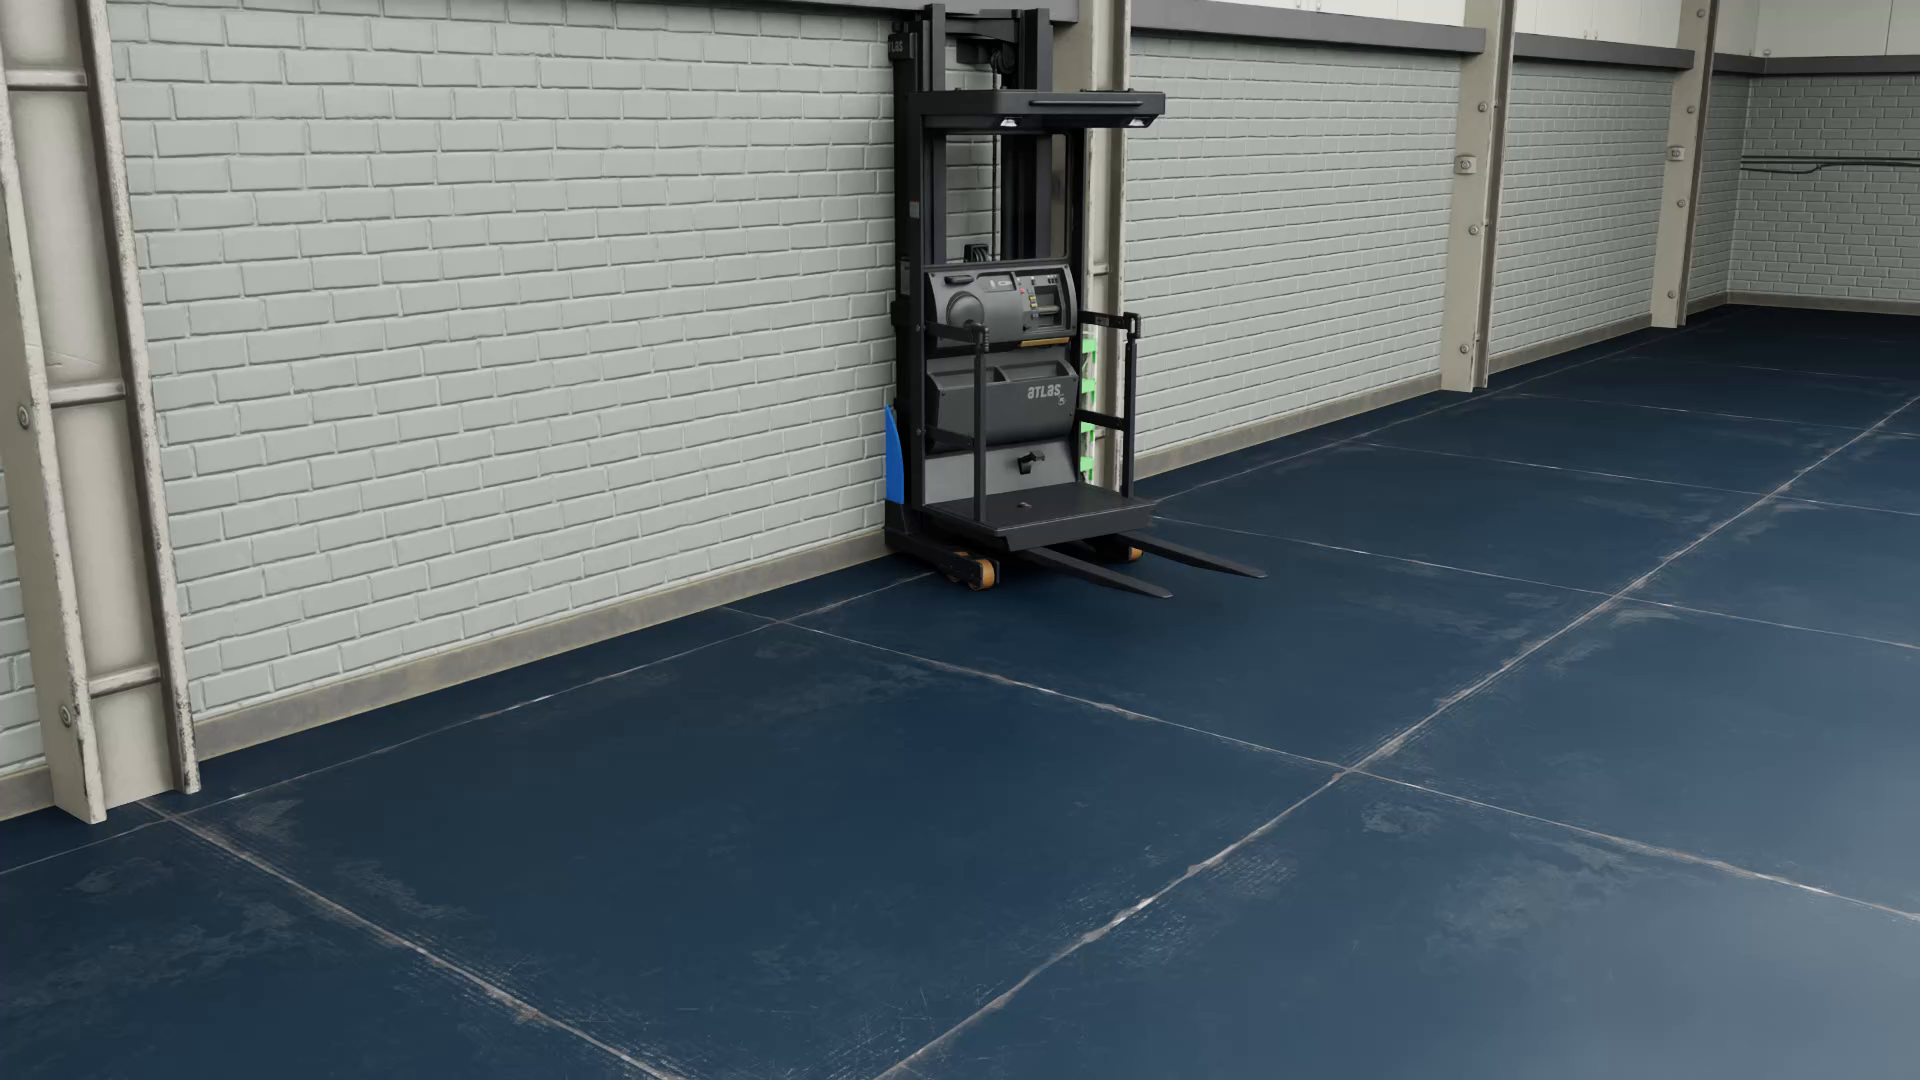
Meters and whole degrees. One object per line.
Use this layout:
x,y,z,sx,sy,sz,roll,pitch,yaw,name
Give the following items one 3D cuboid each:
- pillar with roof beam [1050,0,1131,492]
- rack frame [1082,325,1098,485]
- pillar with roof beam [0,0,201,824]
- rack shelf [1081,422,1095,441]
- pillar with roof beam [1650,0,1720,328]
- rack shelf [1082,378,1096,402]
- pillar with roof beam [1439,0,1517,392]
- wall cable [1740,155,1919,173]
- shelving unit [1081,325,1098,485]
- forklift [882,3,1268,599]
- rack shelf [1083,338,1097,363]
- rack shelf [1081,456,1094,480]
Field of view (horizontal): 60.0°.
4.119,-3.922,6.784,9.100,9.000,0.400,11,18,38,pillar with roof beam
0.718,-0.753,10.146,0.240,1.200,0.015,10,17,34,rack frame
0.348,-2.773,2.261,9.100,9.000,0.400,11,18,38,pillar with roof beam
0.576,-0.643,9.968,0.258,0.148,0.480,10,17,34,rack shelf
11.661,-6.220,15.831,9.100,9.000,0.400,11,18,38,pillar with roof beam
0.578,-0.875,9.909,0.258,0.148,0.480,10,17,34,rack shelf
7.890,-5.071,11.307,9.100,9.000,0.400,11,18,38,pillar with roof beam
11.193,-5.741,20.251,3.097,2.526,0.112,11,18,38,wall cable
0.576,-0.704,9.953,0.258,1.200,0.503,10,17,34,shelving unit
0.357,-1.293,8.760,1.130,2.935,3.031,-10,17,-33,forklift
0.580,-1.108,9.850,0.258,0.148,0.480,10,17,34,rack shelf
0.574,-0.410,10.028,0.258,0.148,0.480,10,17,34,rack shelf
